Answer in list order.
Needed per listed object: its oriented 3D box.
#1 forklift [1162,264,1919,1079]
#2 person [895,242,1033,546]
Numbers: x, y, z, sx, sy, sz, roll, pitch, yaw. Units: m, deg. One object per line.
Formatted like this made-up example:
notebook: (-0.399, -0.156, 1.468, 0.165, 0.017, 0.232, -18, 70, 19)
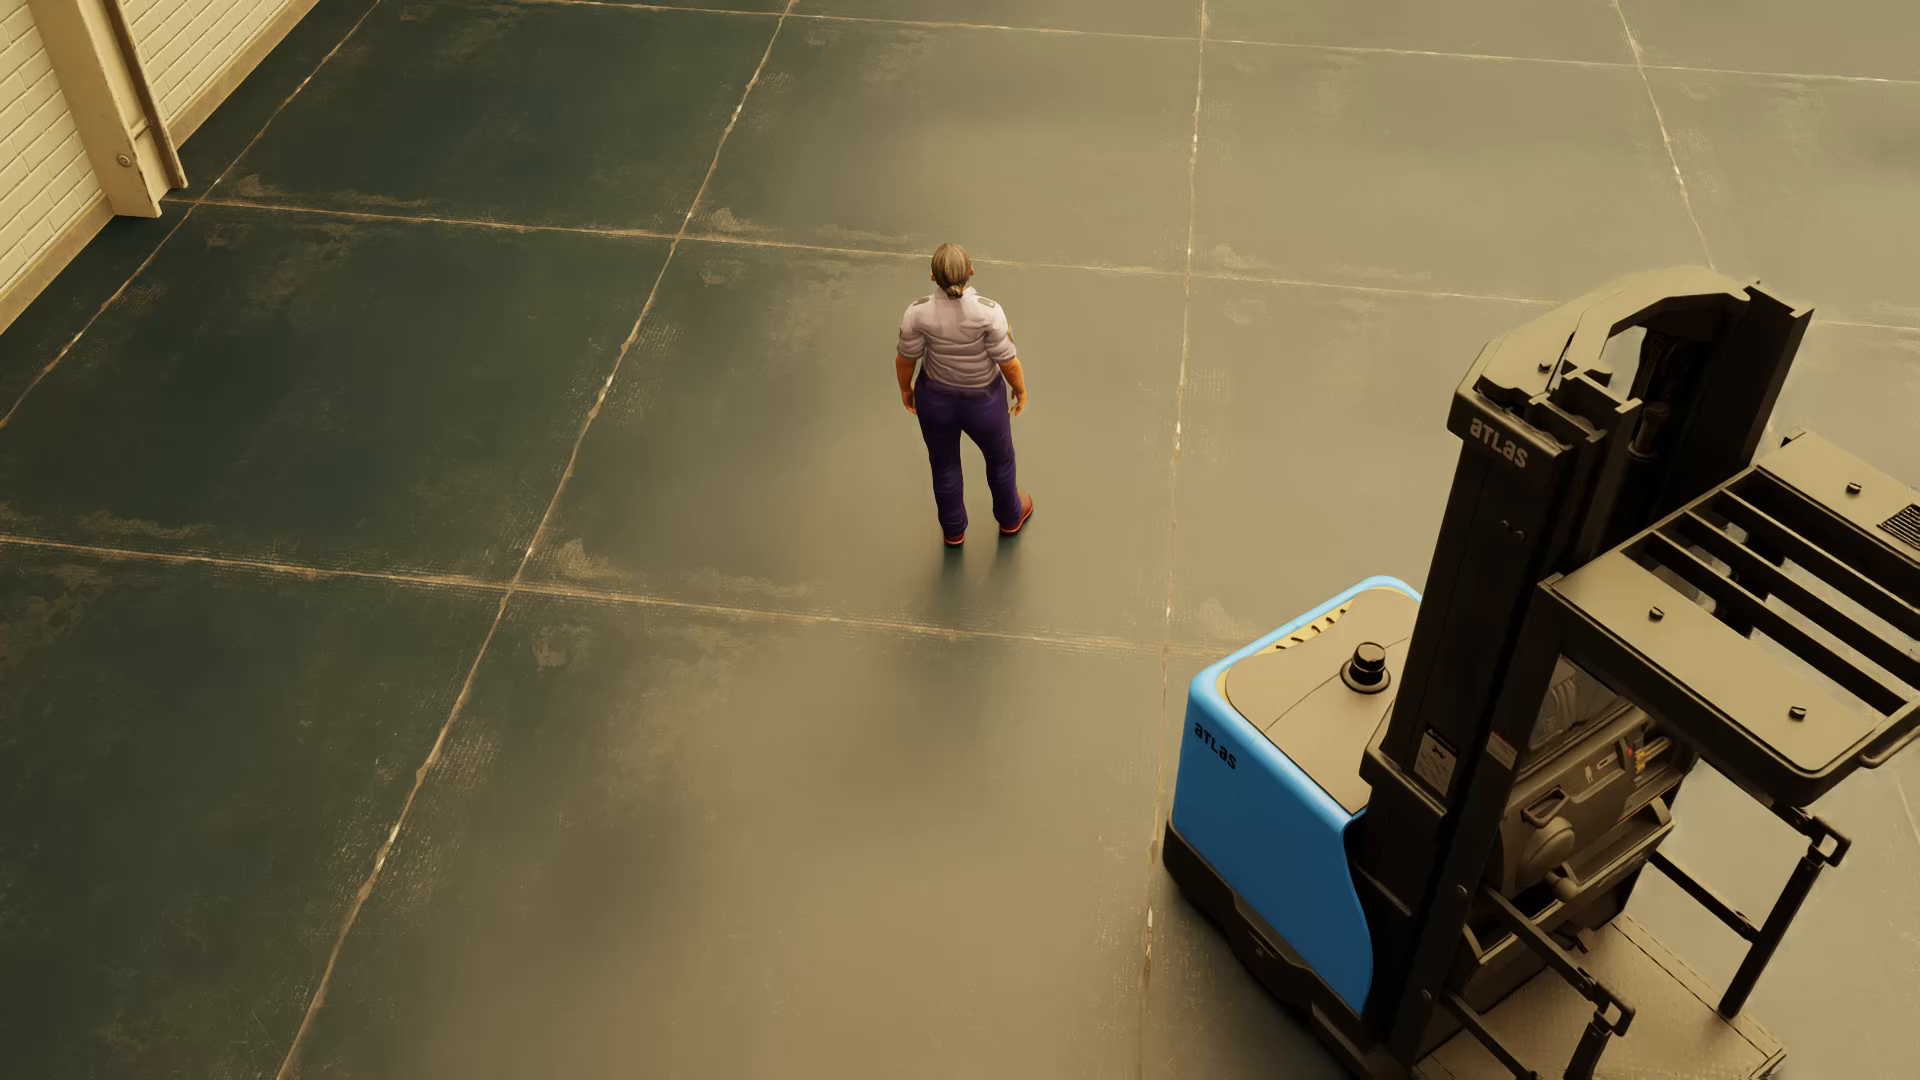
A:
forklift: (2.041, 0.823, 4.829, 1.130, 2.935, 3.031, -25, 48, -25)
person: (0.035, -0.670, 7.391, 0.598, 1.651, 0.503, 5, 43, 6)
